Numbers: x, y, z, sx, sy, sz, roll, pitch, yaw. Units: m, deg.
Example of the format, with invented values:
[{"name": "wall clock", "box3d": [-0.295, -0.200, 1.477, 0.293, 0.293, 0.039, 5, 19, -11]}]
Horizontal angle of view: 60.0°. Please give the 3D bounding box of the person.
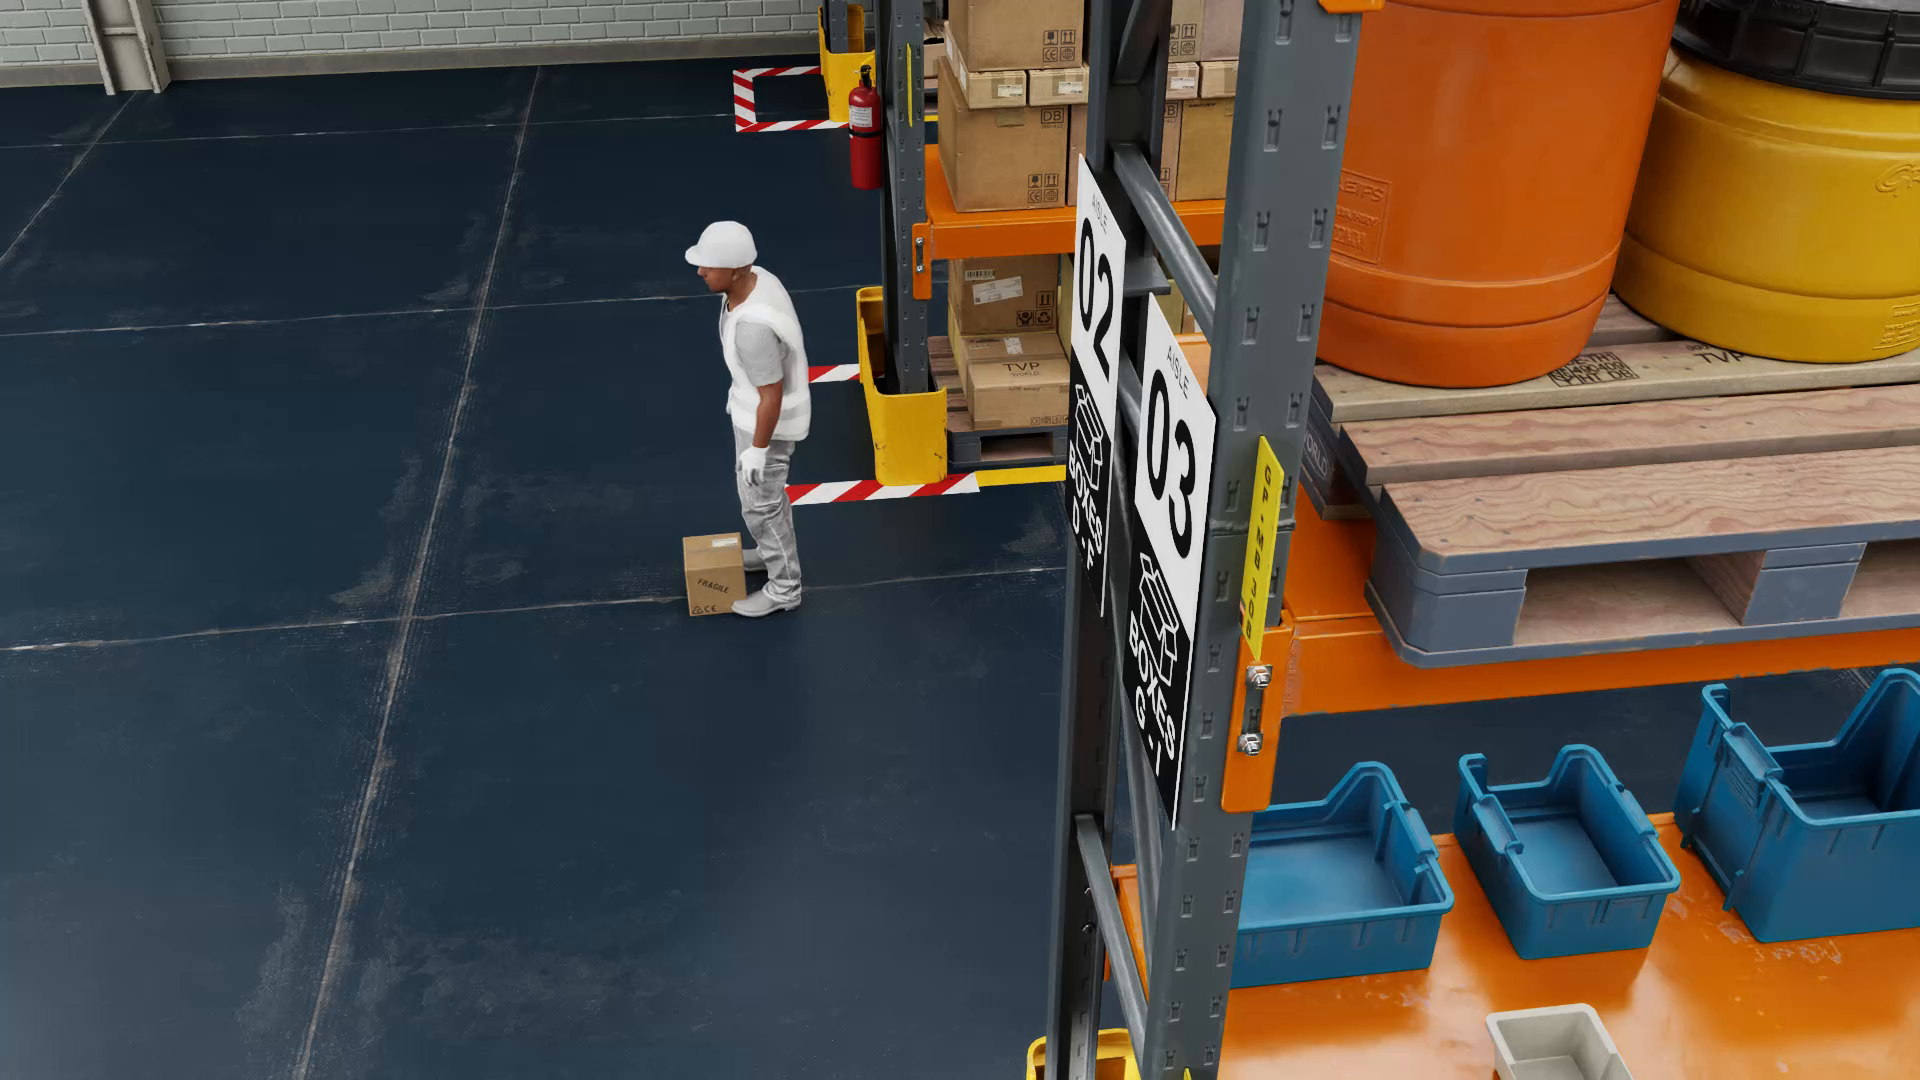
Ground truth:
[{"name": "person", "box3d": [-0.840, -0.496, 6.855, 0.444, 1.776, 0.632, -6, 35, -8]}]
